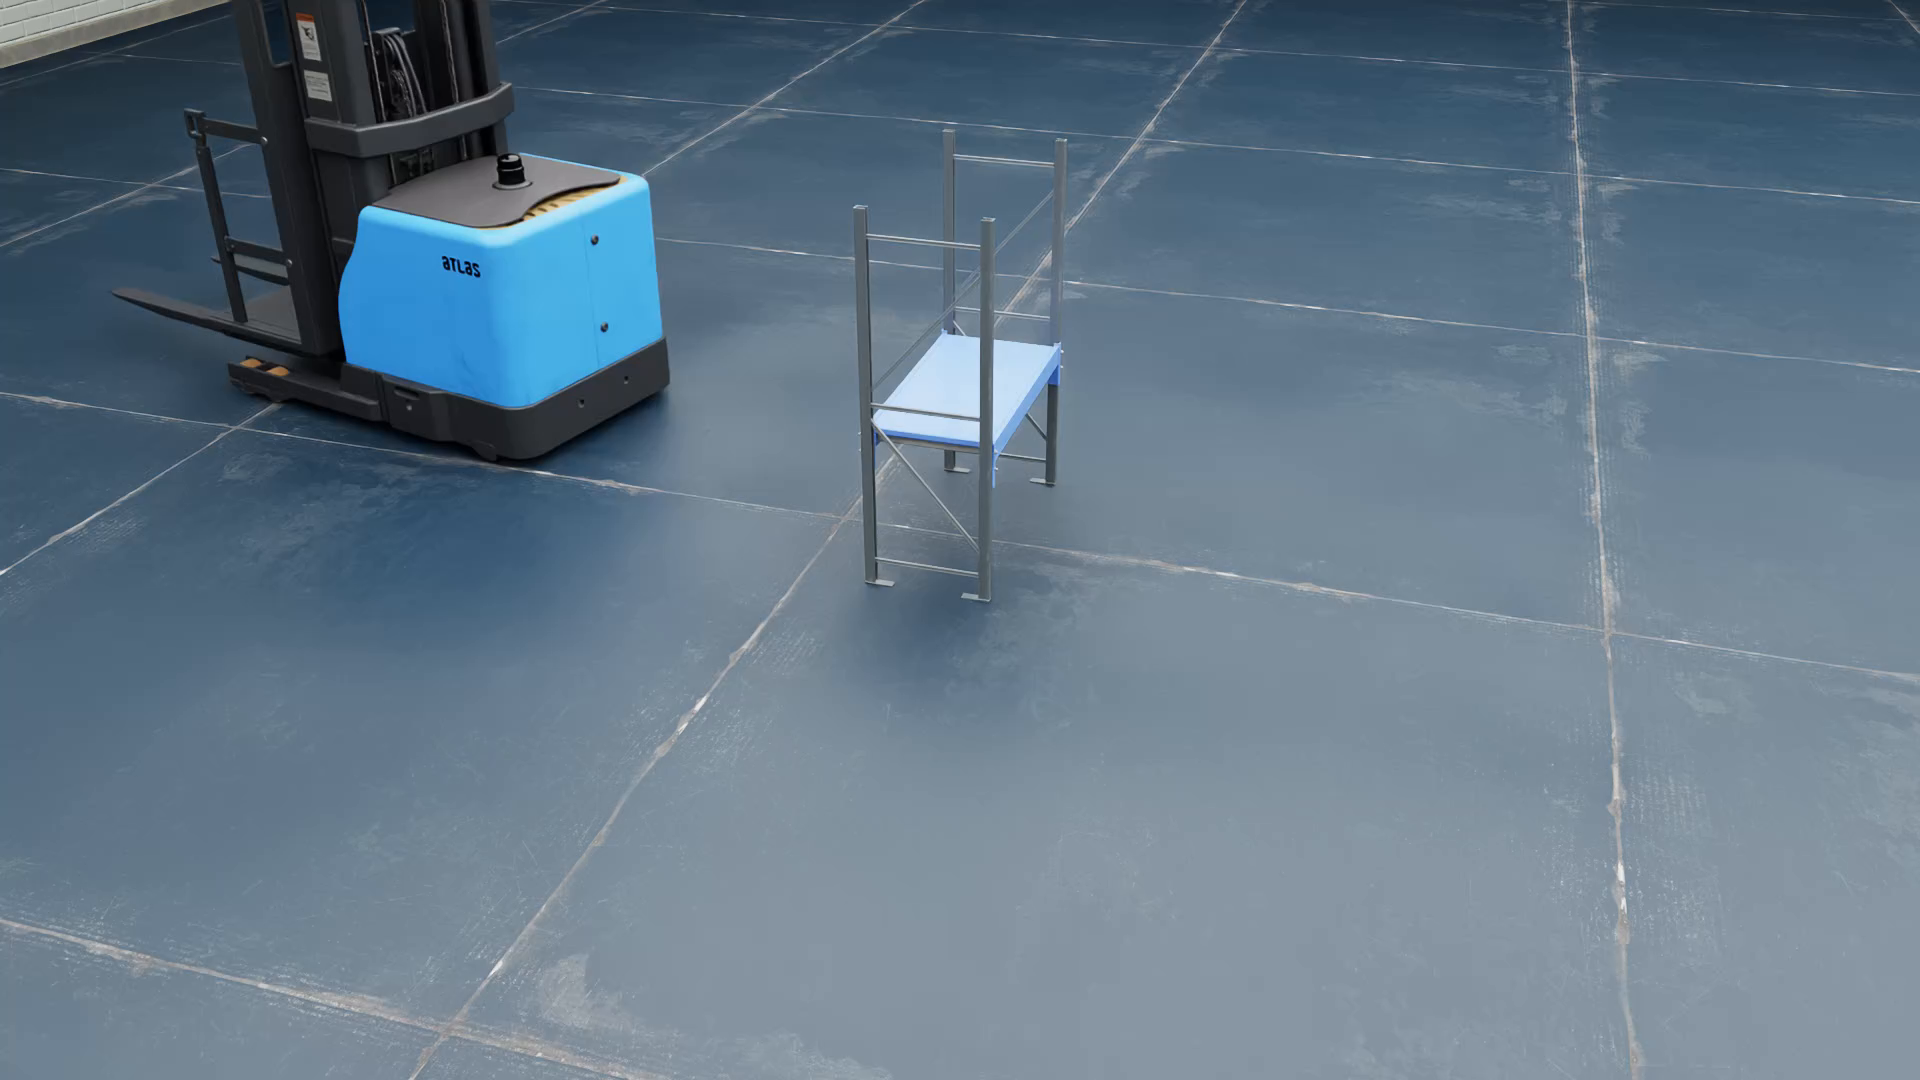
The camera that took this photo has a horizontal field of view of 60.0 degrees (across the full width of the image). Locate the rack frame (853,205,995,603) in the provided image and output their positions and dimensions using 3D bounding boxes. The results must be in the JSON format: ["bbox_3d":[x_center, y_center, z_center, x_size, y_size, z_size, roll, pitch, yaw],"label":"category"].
[{"bbox_3d":[-0.124,-0.459,6.032,0.500,1.500,0.032,8,30,15],"label":"rack frame"}]

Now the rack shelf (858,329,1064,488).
[{"bbox_3d":[0.025,-0.538,6.544,0.538,0.185,1.000,8,30,15],"label":"rack shelf"}]

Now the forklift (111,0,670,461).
[{"bbox_3d":[-2.920,-2.141,7.583,3.031,2.935,1.130,16,33,26],"label":"forklift"}]

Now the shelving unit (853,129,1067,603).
[{"bbox_3d":[0.025,-0.695,6.457,0.538,1.500,1.048,8,30,15],"label":"shelving unit"}]

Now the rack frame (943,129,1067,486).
[{"bbox_3d":[0.174,-0.931,6.881,0.500,1.500,0.032,8,30,15],"label":"rack frame"}]
